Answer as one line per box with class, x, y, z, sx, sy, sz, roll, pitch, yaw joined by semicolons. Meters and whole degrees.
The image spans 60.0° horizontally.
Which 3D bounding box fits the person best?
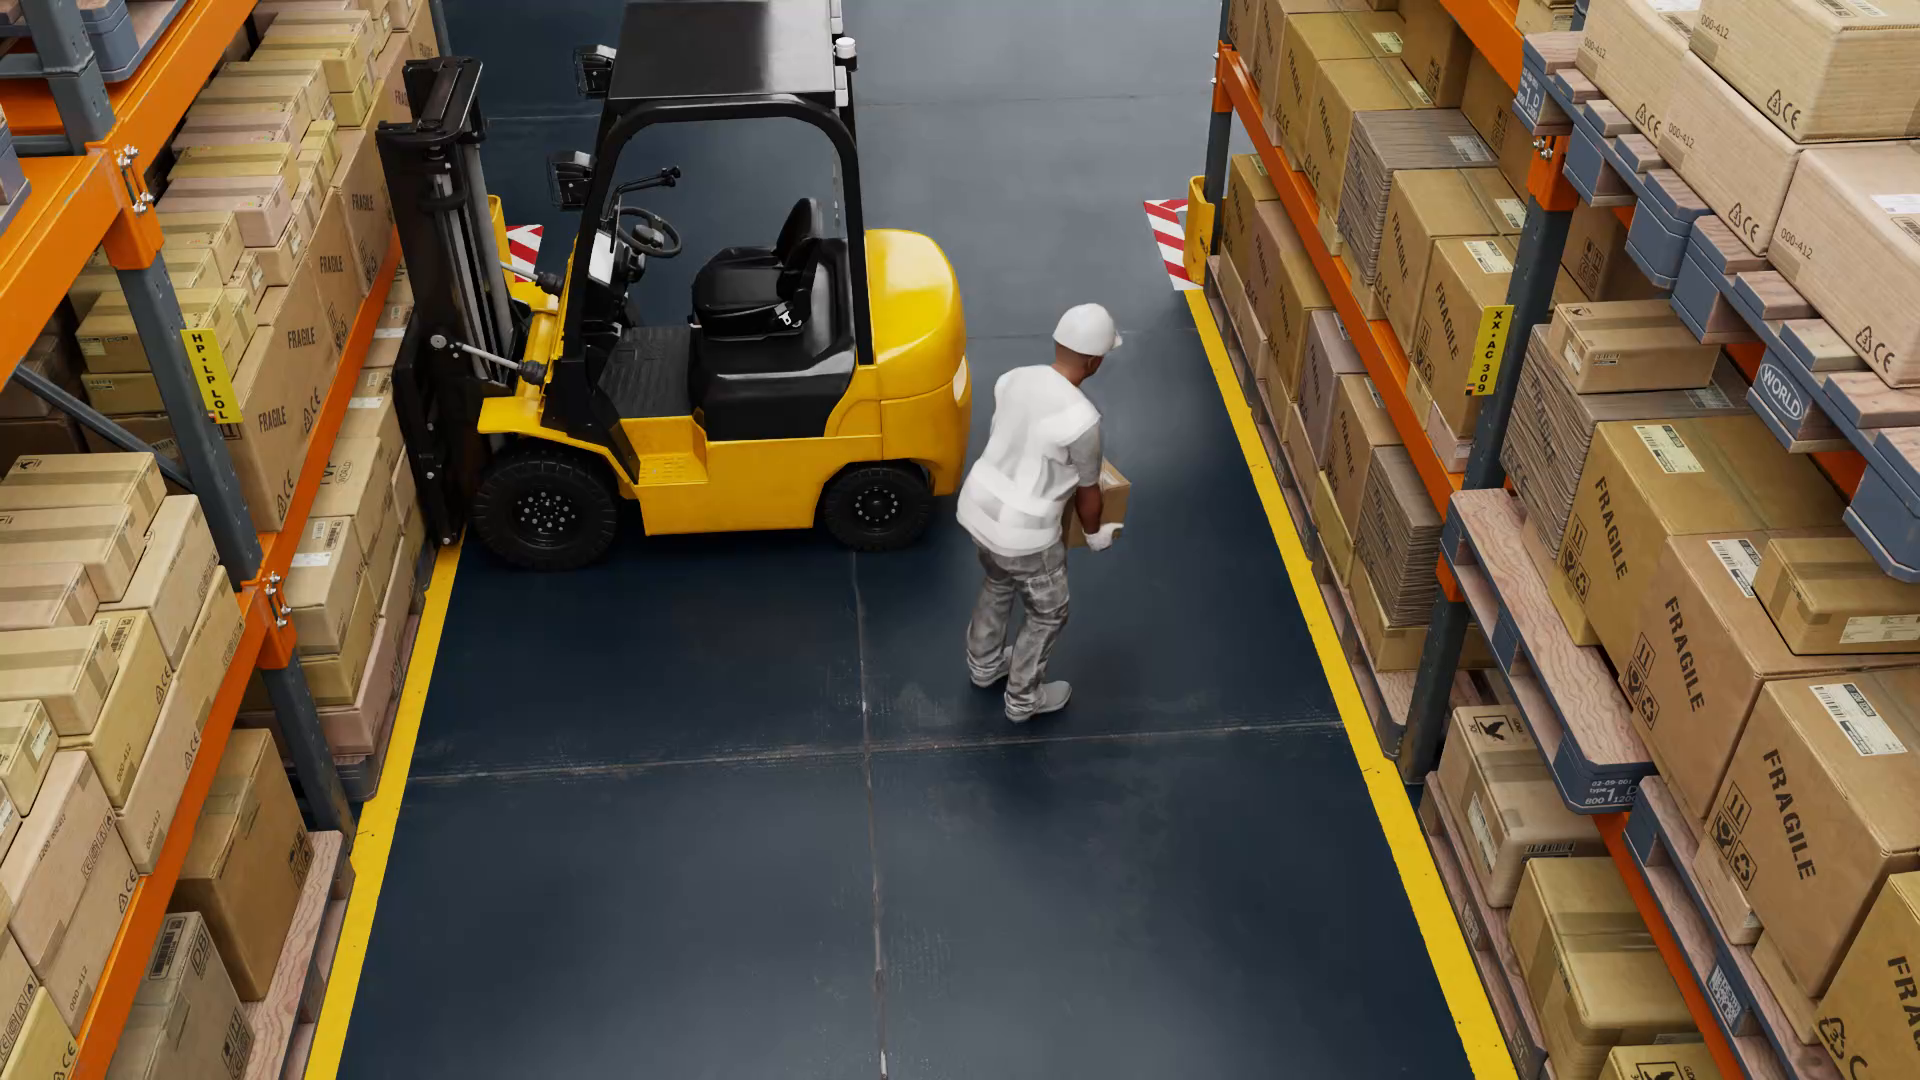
person;0.309;-0.096;6.325;0.657;1.697;0.481;-24;44;-27
